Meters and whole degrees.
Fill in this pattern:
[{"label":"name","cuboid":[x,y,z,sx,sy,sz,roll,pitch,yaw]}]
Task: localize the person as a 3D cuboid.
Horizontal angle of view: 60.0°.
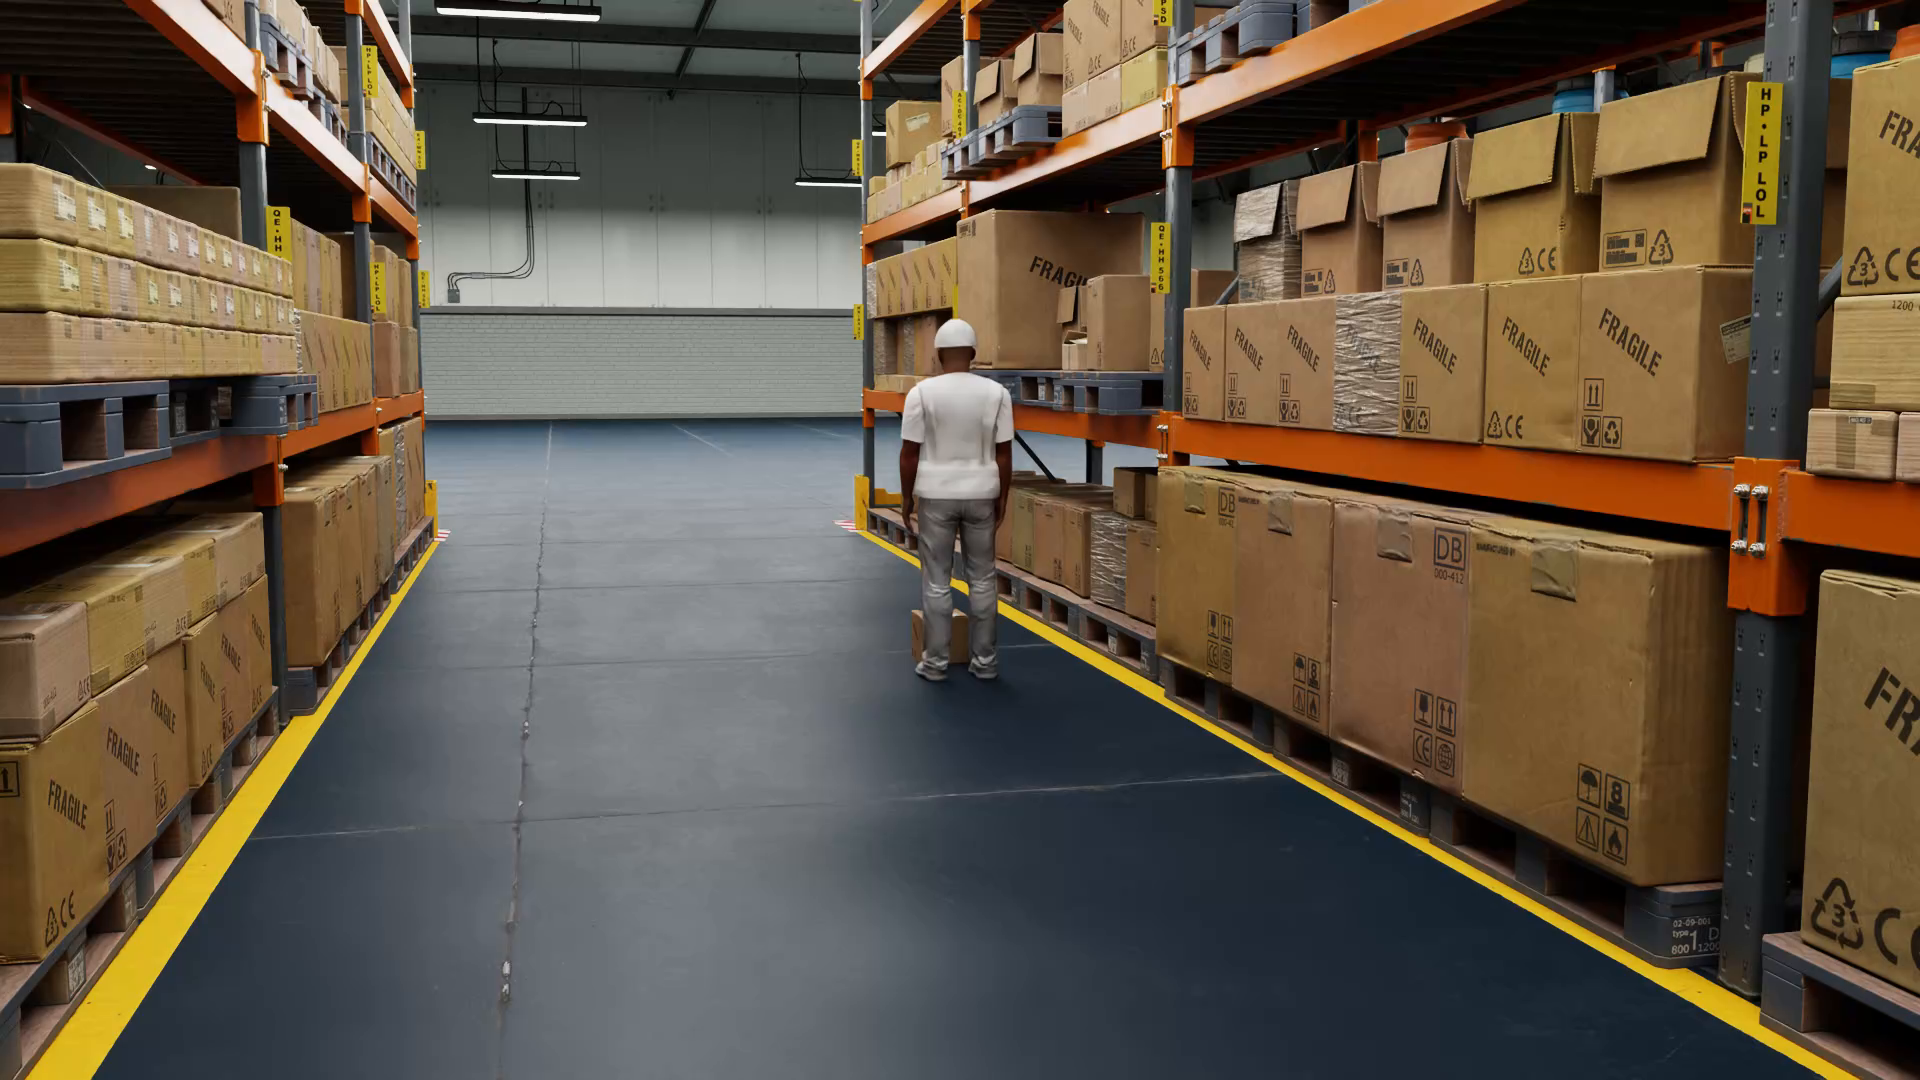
[{"label":"person","cuboid":[-0.022,-0.196,8.182,0.563,1.766,0.369,-1,6,-9]}]
